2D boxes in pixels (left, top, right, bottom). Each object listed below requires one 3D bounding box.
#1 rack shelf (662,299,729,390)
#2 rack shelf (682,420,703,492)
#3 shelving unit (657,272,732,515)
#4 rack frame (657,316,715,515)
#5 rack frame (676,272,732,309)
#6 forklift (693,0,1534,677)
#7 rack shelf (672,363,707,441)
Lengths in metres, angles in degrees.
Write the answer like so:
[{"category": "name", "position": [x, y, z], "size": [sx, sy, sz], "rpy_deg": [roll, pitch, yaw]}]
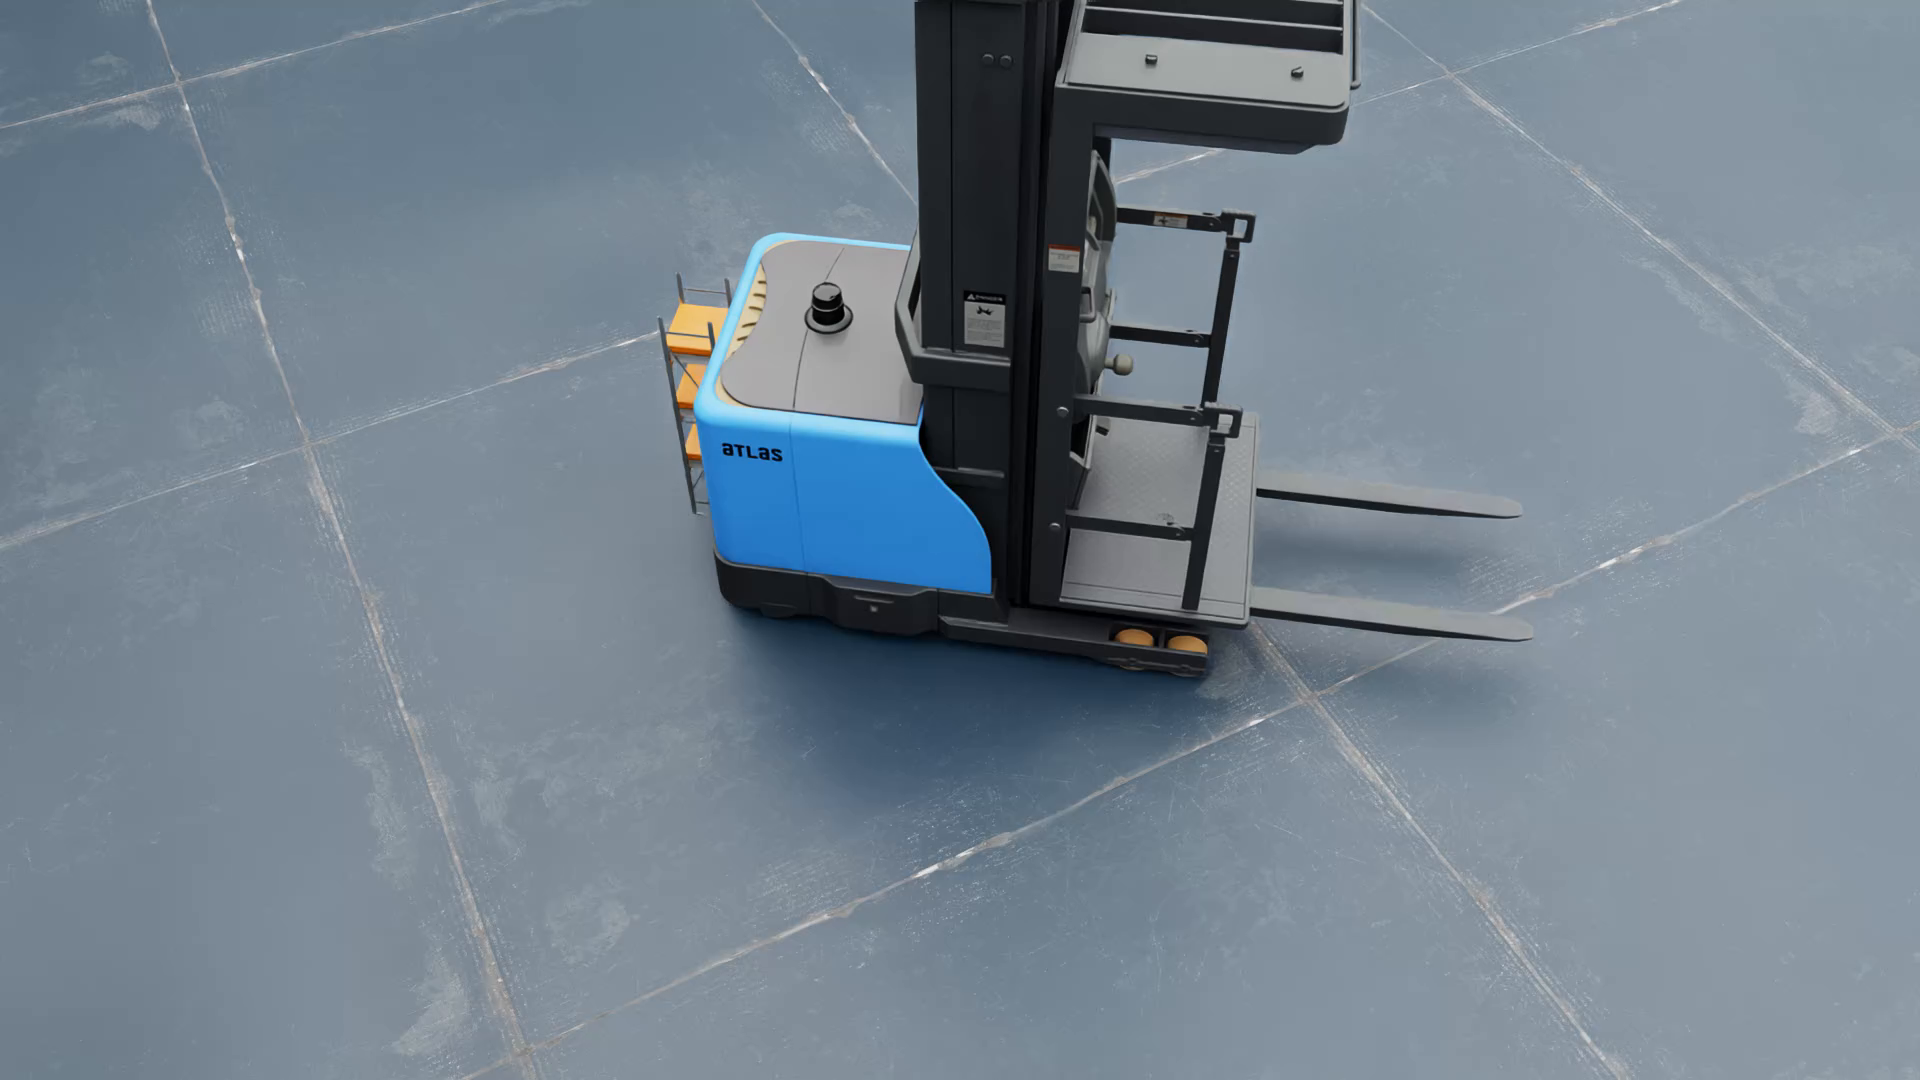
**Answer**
[{"category": "rack shelf", "position": [-0.964, -0.712, 6.205], "size": [0.215, 0.259, 0.240], "rpy_deg": [7, 49, 6]}, {"category": "rack shelf", "position": [-0.964, -0.342, 6.628], "size": [0.215, 0.259, 0.240], "rpy_deg": [7, 49, 6]}, {"category": "shelving unit", "position": [-0.964, -0.532, 6.411], "size": [0.215, 1.050, 0.252], "rpy_deg": [7, 49, 6]}, {"category": "rack frame", "position": [-0.983, -0.442, 6.331], "size": [0.200, 1.050, 0.008], "rpy_deg": [7, 49, 6]}, {"category": "rack frame", "position": [-0.945, -0.623, 6.490], "size": [0.200, 1.050, 0.008], "rpy_deg": [7, 49, 6]}, {"category": "forklift", "position": [0.639, -0.888, 5.472], "size": [3.031, 2.935, 1.130], "rpy_deg": [7, 49, 6]}, {"category": "rack shelf", "position": [-0.964, -0.525, 6.419], "size": [0.215, 0.259, 0.240], "rpy_deg": [7, 49, 6]}]
